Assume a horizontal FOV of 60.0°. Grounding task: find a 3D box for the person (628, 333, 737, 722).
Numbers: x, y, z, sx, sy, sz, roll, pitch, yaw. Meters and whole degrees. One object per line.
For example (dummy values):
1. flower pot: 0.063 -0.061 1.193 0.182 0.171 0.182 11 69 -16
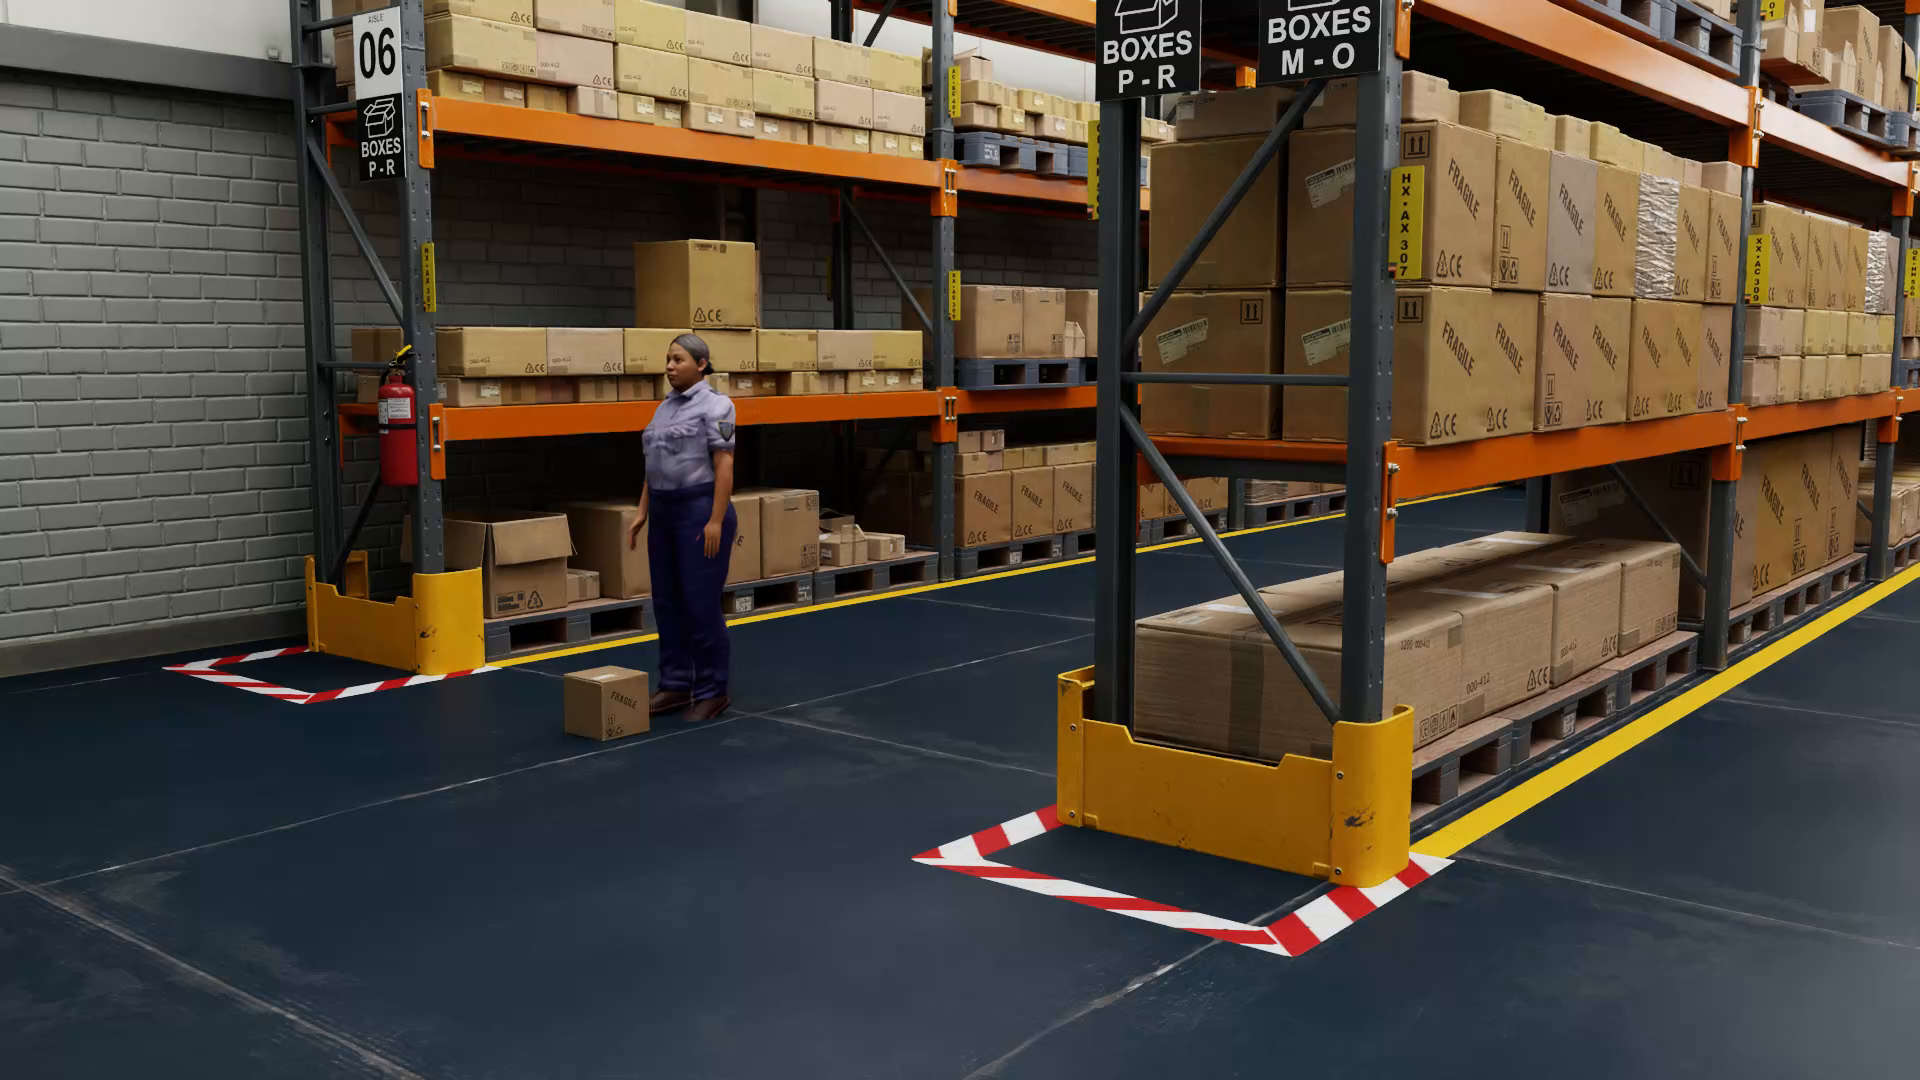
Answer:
1. person: -1.222 -0.038 7.239 0.422 1.711 0.523 -7 9 -44
